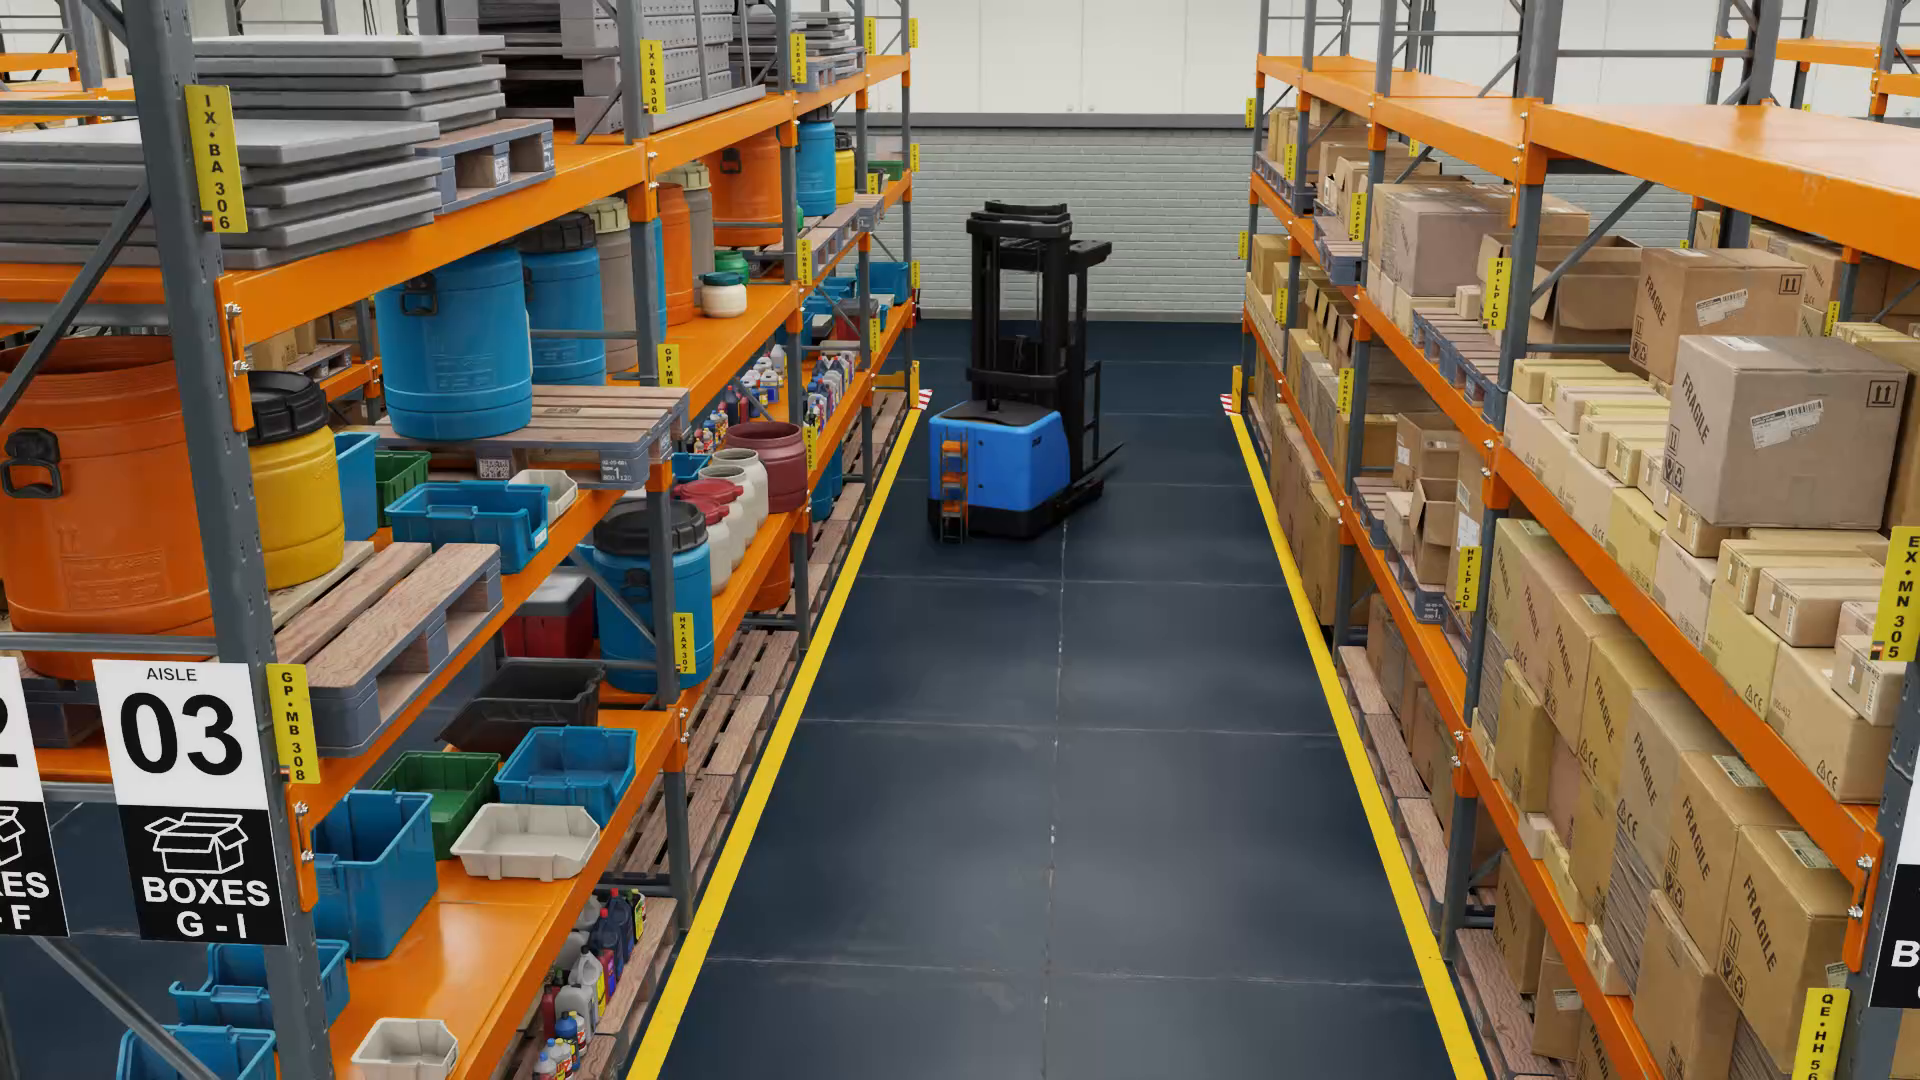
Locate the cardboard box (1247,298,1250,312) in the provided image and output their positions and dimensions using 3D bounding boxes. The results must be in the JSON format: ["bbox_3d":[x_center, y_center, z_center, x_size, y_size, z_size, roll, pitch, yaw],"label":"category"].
[{"bbox_3d":[3.489,-2.677,19.006,0.380,0.149,0.250,1,18,3],"label":"cardboard box"}]

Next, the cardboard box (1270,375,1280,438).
[{"bbox_3d":[3.766,-1.409,17.471,0.875,0.875,0.875,1,18,4],"label":"cardboard box"}]

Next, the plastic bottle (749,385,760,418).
[{"bbox_3d":[-1.768,-1.192,14.277,0.097,0.271,0.097,0,18,0],"label":"plastic bottle"}]

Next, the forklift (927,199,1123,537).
[{"bbox_3d":[0.786,-1.838,16.151,1.130,2.935,3.031,8,20,24],"label":"forklift"}]

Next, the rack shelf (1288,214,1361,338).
[{"bbox_3d":[3.431,-2.199,13.482,1.077,0.370,4.000,1,18,4],"label":"rack shelf"}]

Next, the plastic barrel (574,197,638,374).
[{"bbox_3d":[-2.073,-1.392,9.059,0.600,0.901,0.600,0,18,0],"label":"plastic barrel"}]

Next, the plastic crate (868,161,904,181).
[{"bbox_3d":[-0.865,-4.101,18.473,0.450,0.188,0.336,1,18,4],"label":"plastic crate"}]

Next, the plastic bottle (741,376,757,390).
[{"bbox_3d":[-1.862,-1.293,14.579,0.152,0.276,0.135,1,18,4],"label":"plastic bottle"}]

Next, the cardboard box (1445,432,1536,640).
[{"bbox_3d":[3.197,0.020,8.734,1.000,1.000,1.000,1,18,4],"label":"cardboard box"}]

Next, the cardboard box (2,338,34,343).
[{"bbox_3d":[-11.137,-2.297,19.740,0.380,0.149,0.250,1,18,4],"label":"cardboard box"}]

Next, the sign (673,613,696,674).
[{"bbox_3d":[-1.392,0.522,8.396,0.100,0.325,0.005,1,18,4],"label":"sign"}]

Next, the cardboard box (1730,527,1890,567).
[{"bbox_3d":[2.605,0.035,5.108,0.380,0.149,0.250,2,18,5],"label":"cardboard box"}]

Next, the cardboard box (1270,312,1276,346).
[{"bbox_3d":[3.379,-2.110,16.636,0.500,0.250,0.500,2,18,6],"label":"cardboard box"}]

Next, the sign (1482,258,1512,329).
[{"bbox_3d":[2.447,-1.121,7.575,0.100,0.325,0.005,1,18,4],"label":"sign"}]

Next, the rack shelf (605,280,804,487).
[{"bbox_3d":[-1.796,-1.067,10.028,1.077,0.370,4.000,1,18,4],"label":"rack shelf"}]

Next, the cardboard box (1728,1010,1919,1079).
[{"bbox_3d":[2.781,1.631,4.816,0.875,0.500,0.500,1,18,4],"label":"cardboard box"}]

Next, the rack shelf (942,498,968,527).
[{"bbox_3d":[-0.055,-0.218,15.157,0.215,0.259,0.240,4,19,12],"label":"rack shelf"}]

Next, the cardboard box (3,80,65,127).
[{"bbox_3d":[-10.741,-5.035,19.182,0.500,0.500,0.500,1,18,4],"label":"cardboard box"}]

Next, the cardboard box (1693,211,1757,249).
[{"bbox_3d":[8.504,-3.367,18.465,0.500,0.500,0.500,1,18,4],"label":"cardboard box"}]

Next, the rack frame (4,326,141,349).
[{"bbox_3d":[-6.593,-0.717,12.619,1.000,3.000,0.127,1,18,4],"label":"rack frame"}]

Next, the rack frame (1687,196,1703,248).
[{"bbox_3d":[8.801,-2.837,19.090,1.000,3.000,0.127,1,18,4],"label":"rack frame"}]

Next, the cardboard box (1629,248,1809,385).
[{"bbox_3d":[3.223,-0.958,7.099,0.500,0.500,0.500,1,18,2],"label":"cardboard box"}]

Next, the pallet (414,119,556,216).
[{"bbox_3d":[-2.056,-1.297,5.702,1.003,0.211,1.213,1,18,4],"label":"pallet"}]

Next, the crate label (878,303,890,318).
[{"bbox_3d":[-0.988,-2.559,18.568,0.396,0.136,0.243,1,18,4],"label":"crate label"}]

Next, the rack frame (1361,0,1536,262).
[{"bbox_3d":[3.287,-3.345,11.007,1.000,3.000,0.127,1,18,4],"label":"rack frame"}]

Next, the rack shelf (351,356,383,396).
[{"bbox_3d":[-6.163,-2.238,18.418,1.077,0.370,4.000,1,18,4],"label":"rack shelf"}]

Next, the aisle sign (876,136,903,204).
[{"bbox_3d":[-0.782,-4.341,19.505,0.394,0.787,0.004,1,18,4],"label":"aisle sign"}]

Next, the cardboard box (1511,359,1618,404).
[{"bbox_3d":[2.670,-0.701,7.357,0.380,0.149,0.250,1,18,2],"label":"cardboard box"}]

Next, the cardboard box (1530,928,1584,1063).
[{"bbox_3d":[2.898,2.038,7.554,0.500,0.500,0.500,7,20,21],"label":"cardboard box"}]

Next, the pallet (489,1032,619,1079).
[{"bbox_3d":[-2.114,2.550,7.128,1.003,0.211,1.213,1,18,4],"label":"pallet"}]

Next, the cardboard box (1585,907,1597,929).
[{"bbox_3d":[2.618,1.472,6.343,0.380,0.149,0.250,1,18,4],"label":"cardboard box"}]

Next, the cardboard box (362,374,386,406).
[{"bbox_3d":[-6.177,-1.565,18.512,0.797,0.503,0.637,1,18,4],"label":"cardboard box"}]

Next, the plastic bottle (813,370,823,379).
[{"bbox_3d":[-1.260,-1.383,14.861,0.097,0.271,0.097,0,18,0],"label":"plastic bottle"}]

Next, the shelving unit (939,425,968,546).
[{"bbox_3d":[-0.055,-0.492,15.067,0.215,1.050,0.252,4,19,12],"label":"shelving unit"}]

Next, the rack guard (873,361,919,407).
[{"bbox_3d":[-1.091,-1.909,20.274,1.175,0.500,0.348,1,18,4],"label":"rack guard"}]

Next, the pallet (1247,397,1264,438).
[{"bbox_3d":[3.882,-1.404,19.195,1.003,0.211,1.213,1,18,4],"label":"pallet"}]

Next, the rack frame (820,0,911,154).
[{"bbox_3d":[-1.079,-5.940,18.927,1.000,3.000,0.127,1,18,4],"label":"rack frame"}]

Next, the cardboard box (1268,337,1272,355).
[{"bbox_3d":[3.324,-1.959,16.814,0.380,0.149,0.250,2,18,5],"label":"cardboard box"}]

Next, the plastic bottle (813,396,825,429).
[{"bbox_3d":[-1.181,-1.065,13.889,0.097,0.271,0.097,0,18,0],"label":"plastic bottle"}]

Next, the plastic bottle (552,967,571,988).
[{"bbox_3d":[-1.839,2.091,7.706,0.061,0.283,0.133,1,18,4],"label":"plastic bottle"}]

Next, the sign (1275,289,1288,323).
[{"bbox_3d":[3.020,-2.197,15.622,0.100,0.325,0.005,1,18,4],"label":"sign"}]

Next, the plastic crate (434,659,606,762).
[{"bbox_3d":[-2.104,0.827,8.009,0.767,0.338,0.504,1,18,4],"label":"plastic crate"}]

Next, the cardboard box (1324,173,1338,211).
[{"bbox_3d":[3.406,-2.980,14.180,0.500,0.311,0.500,1,18,2],"label":"cardboard box"}]

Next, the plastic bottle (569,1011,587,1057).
[{"bbox_3d":[-1.732,2.212,7.469,0.097,0.201,0.097,0,18,0],"label":"plastic bottle"}]

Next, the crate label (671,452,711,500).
[{"bbox_3d":[-1.994,-0.319,11.350,0.502,0.435,0.616,1,18,4],"label":"crate label"}]

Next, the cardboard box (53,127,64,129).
[{"bbox_3d":[-6.556,-2.800,12.394,0.500,0.500,0.500,1,18,4],"label":"cardboard box"}]

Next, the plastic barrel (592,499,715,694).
[{"bbox_3d":[-1.610,0.286,8.755,0.600,0.901,0.708,1,18,4],"label":"plastic barrel"}]

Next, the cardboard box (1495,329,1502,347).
[{"bbox_3d":[2.968,-1.107,8.536,0.396,0.266,0.258,2,18,6],"label":"cardboard box"}]

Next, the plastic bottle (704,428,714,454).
[{"bbox_3d":[-1.999,-0.783,13.141,0.097,0.201,0.097,0,18,0],"label":"plastic bottle"}]

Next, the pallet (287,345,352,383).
[{"bbox_3d":[-6.473,-1.622,15.691,1.003,0.211,1.213,1,18,4],"label":"pallet"}]

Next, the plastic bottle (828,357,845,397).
[{"bbox_3d":[-1.119,-1.473,15.009,0.144,0.351,0.185,1,18,4],"label":"plastic bottle"}]

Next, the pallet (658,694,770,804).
[{"bbox_3d":[-1.837,1.338,10.828,1.003,0.211,1.213,1,18,4],"label":"pallet"}]

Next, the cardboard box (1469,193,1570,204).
[{"bbox_3d":[3.477,-1.891,10.425,0.500,0.500,0.500,1,18,4],"label":"cardboard box"}]

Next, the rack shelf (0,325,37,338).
[{"bbox_3d":[-6.737,-1.179,10.369,1.077,0.370,4.000,1,18,4],"label":"rack shelf"}]

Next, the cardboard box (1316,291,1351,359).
[{"bbox_3d":[3.476,-1.849,14.305,0.797,0.503,0.637,1,18,5],"label":"cardboard box"}]
